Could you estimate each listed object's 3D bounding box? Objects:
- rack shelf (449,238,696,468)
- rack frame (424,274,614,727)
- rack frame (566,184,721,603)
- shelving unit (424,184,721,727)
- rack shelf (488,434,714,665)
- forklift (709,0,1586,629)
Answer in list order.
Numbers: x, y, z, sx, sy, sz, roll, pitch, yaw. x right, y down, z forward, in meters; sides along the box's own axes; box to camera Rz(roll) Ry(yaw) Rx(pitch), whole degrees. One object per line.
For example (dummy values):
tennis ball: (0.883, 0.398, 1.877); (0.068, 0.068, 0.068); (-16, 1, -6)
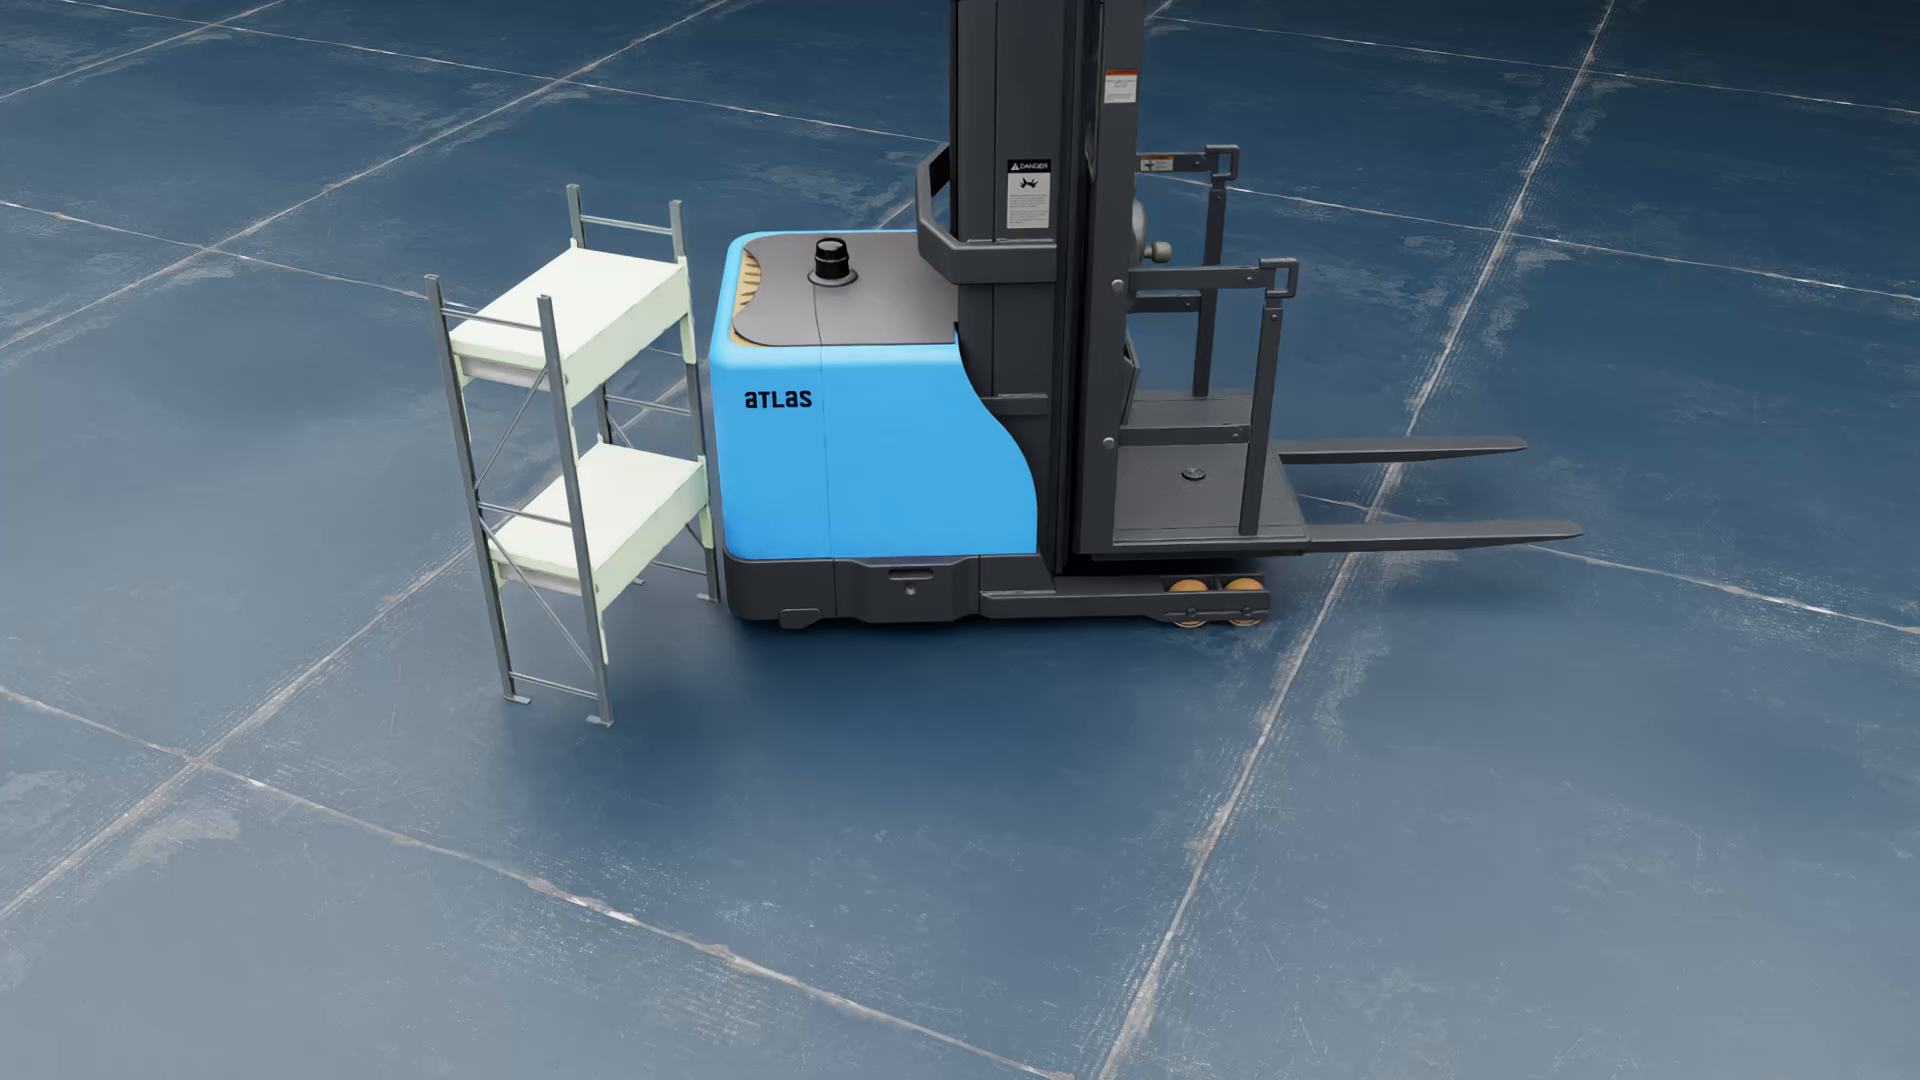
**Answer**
rack shelf: (-1.173, -0.586, 5.064); (0.431, 0.370, 0.720); (12, 35, 17)
rack frame: (-1.304, -0.072, 4.992); (0.400, 1.500, 0.023); (12, 35, 17)
rack frame: (-1.042, -0.447, 5.564); (0.400, 1.500, 0.023); (12, 35, 17)
shelving unit: (-1.173, -0.259, 5.278); (0.431, 1.500, 0.755); (12, 35, 17)
rack shelf: (-1.173, 0.013, 5.457); (0.431, 0.370, 0.720); (12, 35, 17)
forklift: (0.688, -1.211, 5.424); (3.031, 2.935, 1.130); (-1, 33, -2)
